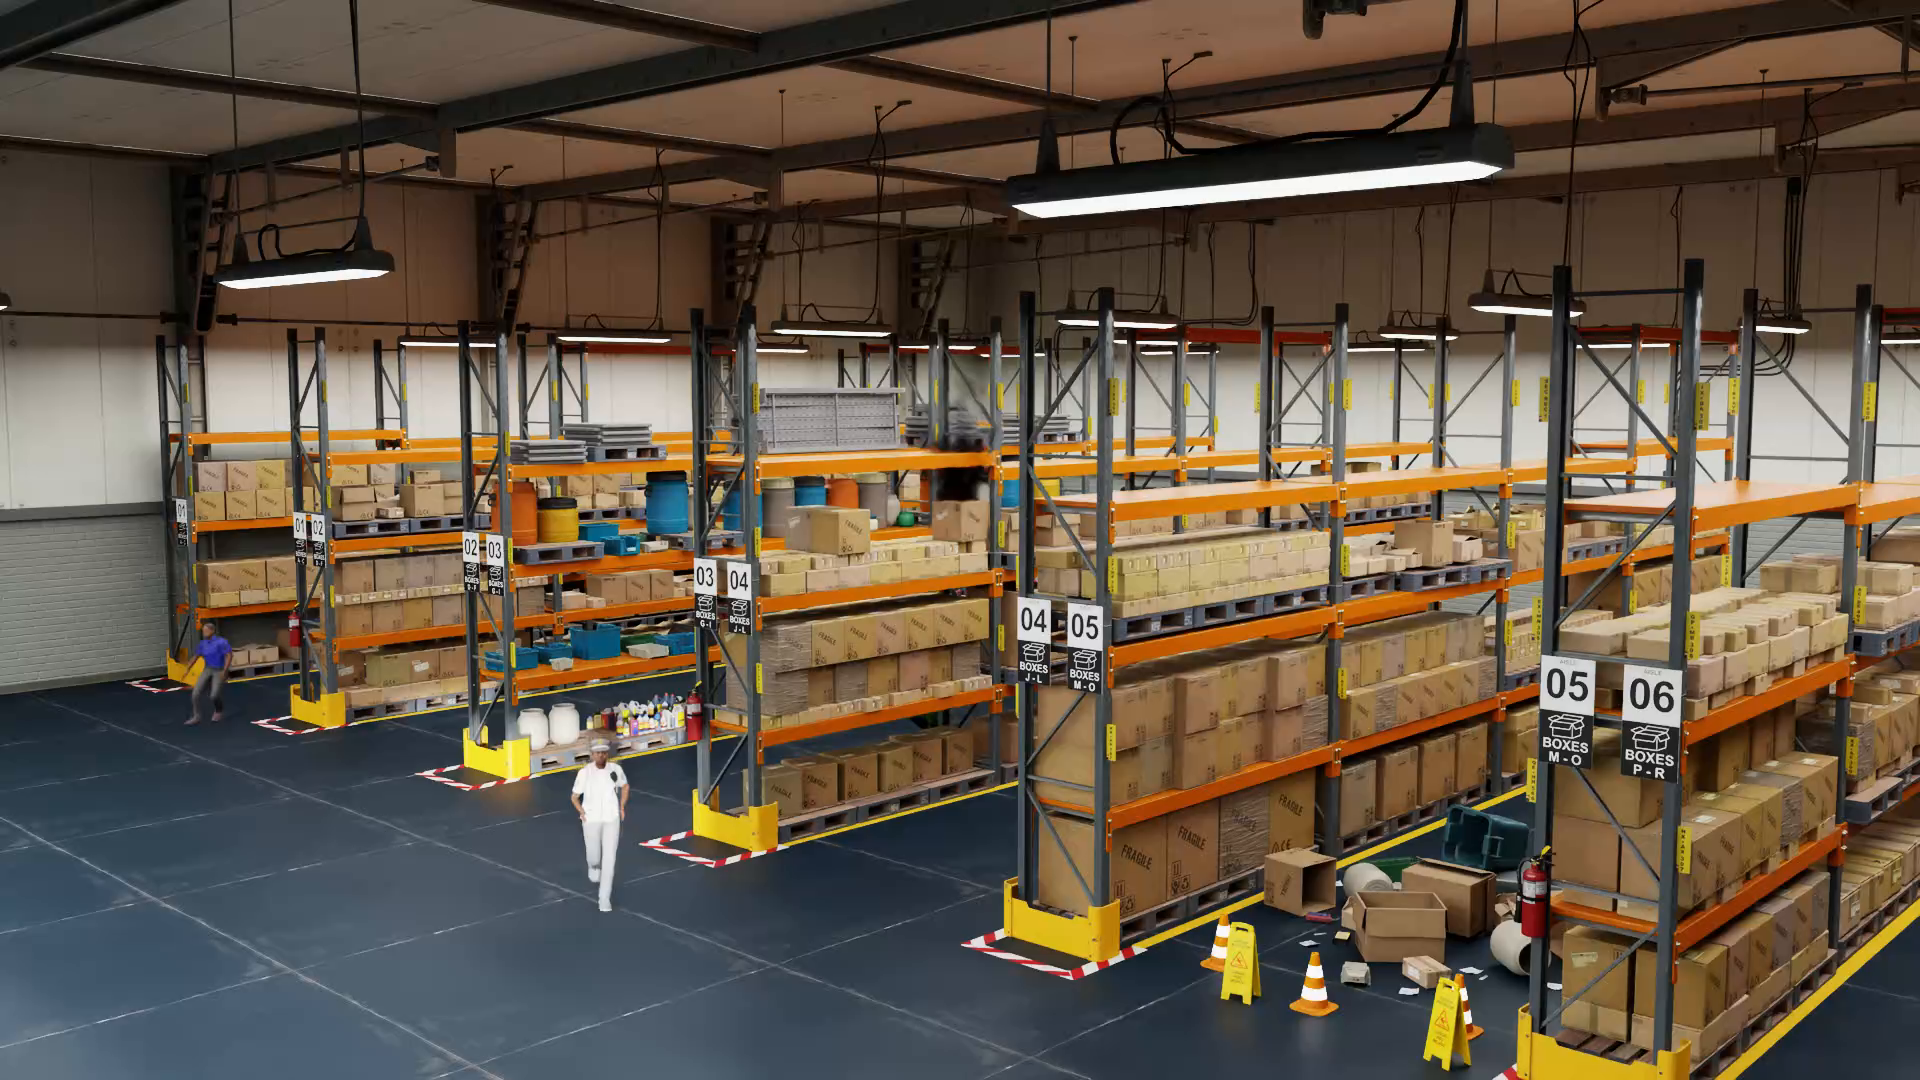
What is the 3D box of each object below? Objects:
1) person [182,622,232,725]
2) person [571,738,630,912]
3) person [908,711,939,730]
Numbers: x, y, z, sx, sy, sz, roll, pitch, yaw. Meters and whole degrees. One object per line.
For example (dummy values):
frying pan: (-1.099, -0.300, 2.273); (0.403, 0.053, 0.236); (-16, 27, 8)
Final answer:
person: (-11.422, 2.026, 25.317); (0.699, 1.566, 0.451); (1, 5, 8)
person: (-3.576, 2.788, 16.589); (0.581, 1.686, 0.792); (-2, 6, -16)
person: (-0.479, 2.093, 23.260); (0.644, 1.742, 0.609); (4, 7, 36)
